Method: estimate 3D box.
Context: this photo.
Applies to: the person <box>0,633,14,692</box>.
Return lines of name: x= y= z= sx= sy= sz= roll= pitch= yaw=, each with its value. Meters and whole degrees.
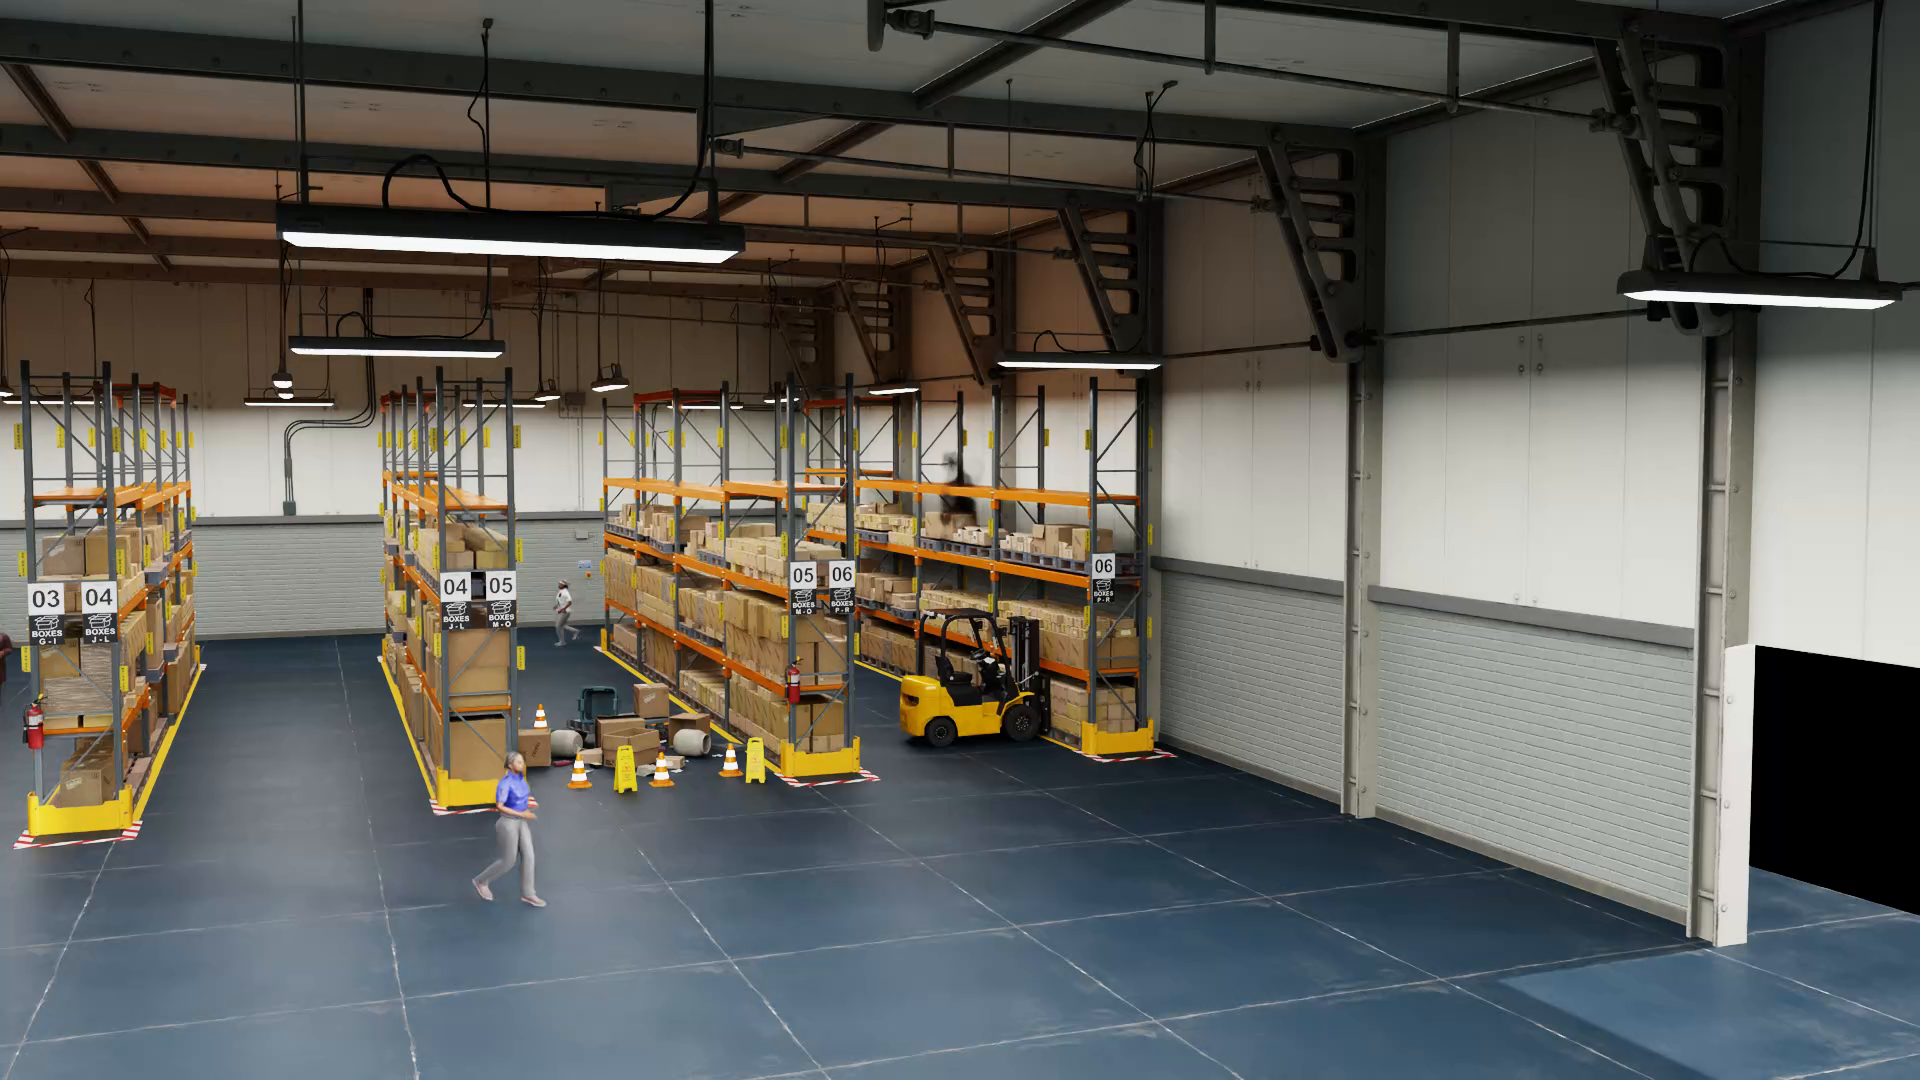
person: x=-17.346 y=2.334 z=29.809 sx=0.680 sy=1.828 sz=0.818 roll=-2 pitch=4 yaw=-35

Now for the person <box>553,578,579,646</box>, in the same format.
person: x=-9.584 y=1.752 z=40.507 sx=0.633 sy=1.661 sz=0.576 roll=-1 pitch=4 yaw=-22

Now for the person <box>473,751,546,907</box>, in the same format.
person: x=-4.821 y=3.113 z=17.911 sx=0.757 sy=1.657 sz=0.599 roll=1 pitch=4 yaw=14
